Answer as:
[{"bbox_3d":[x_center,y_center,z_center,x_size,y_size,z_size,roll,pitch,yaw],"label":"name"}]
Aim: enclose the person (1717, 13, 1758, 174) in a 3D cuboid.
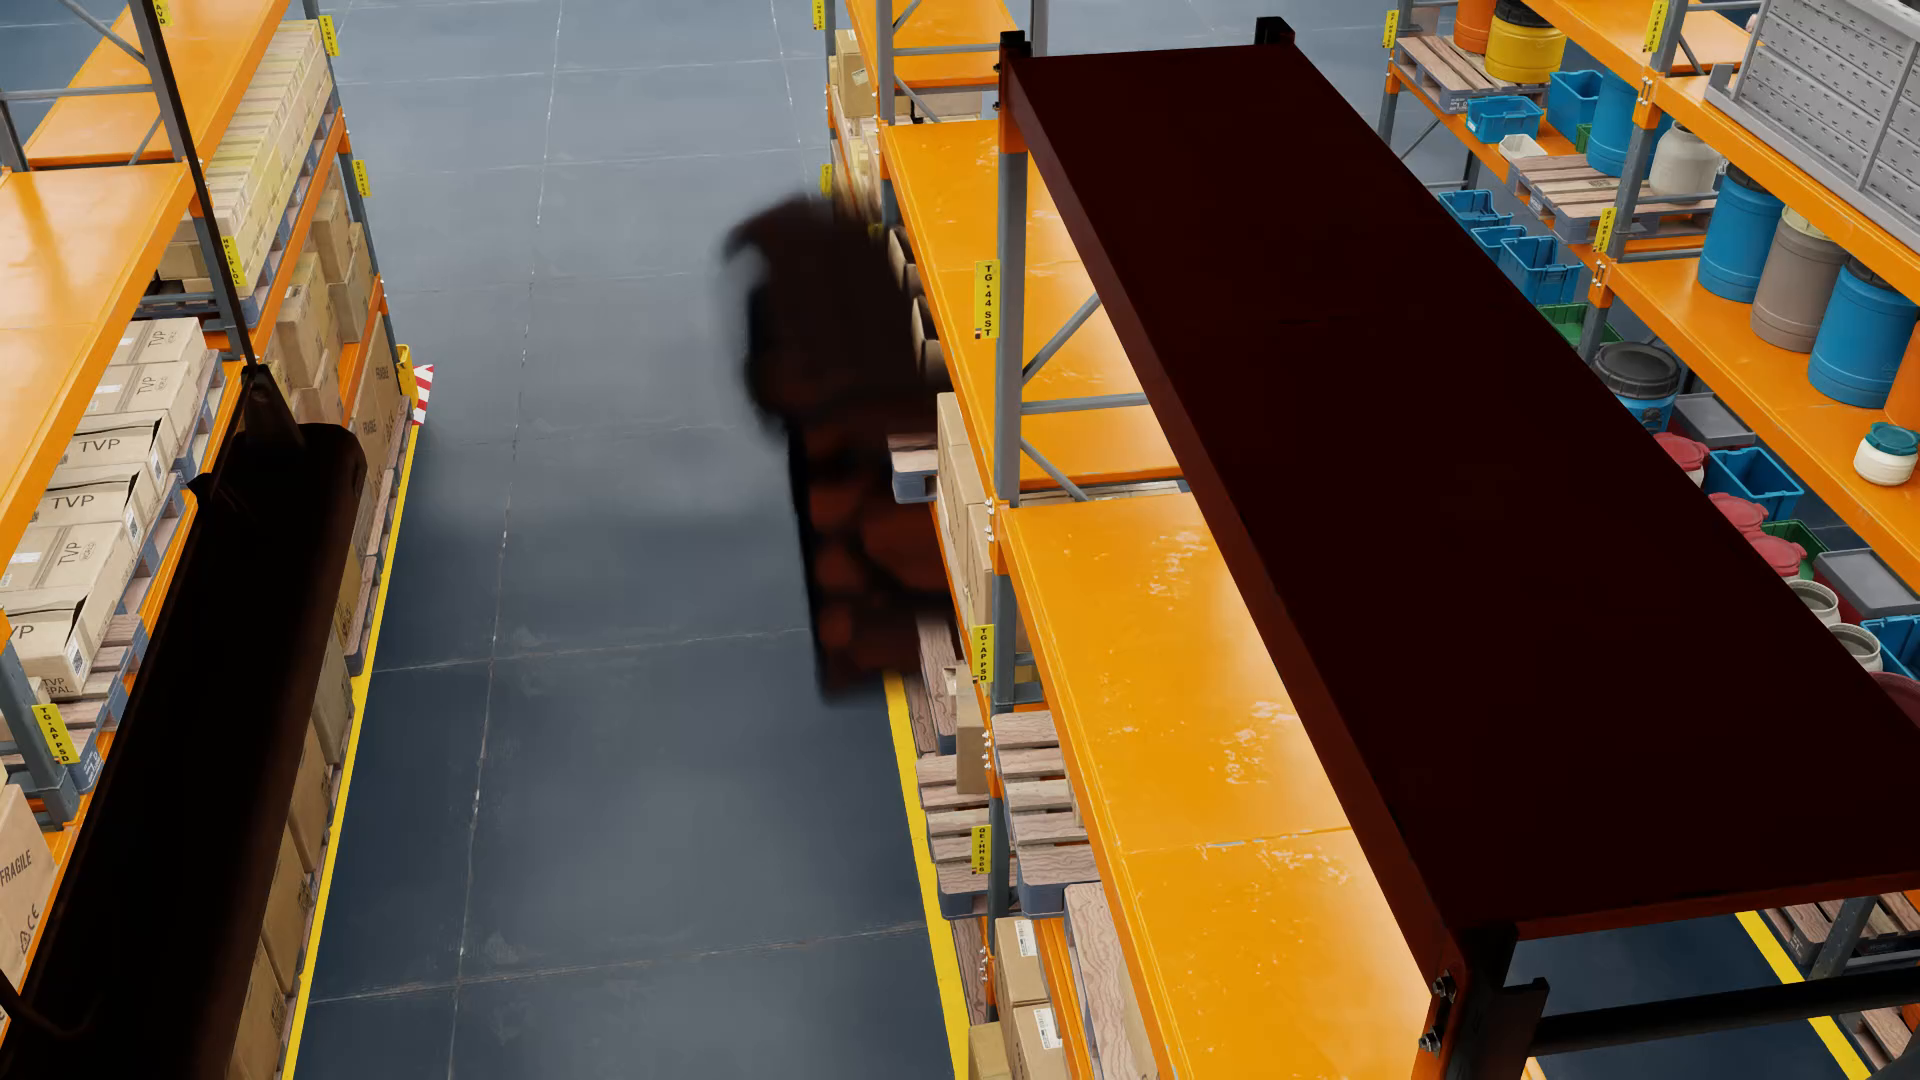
[{"bbox_3d":[8.735,-5.071,18.863,0.584,1.786,0.643,-4,37,-6],"label":"person"}]
